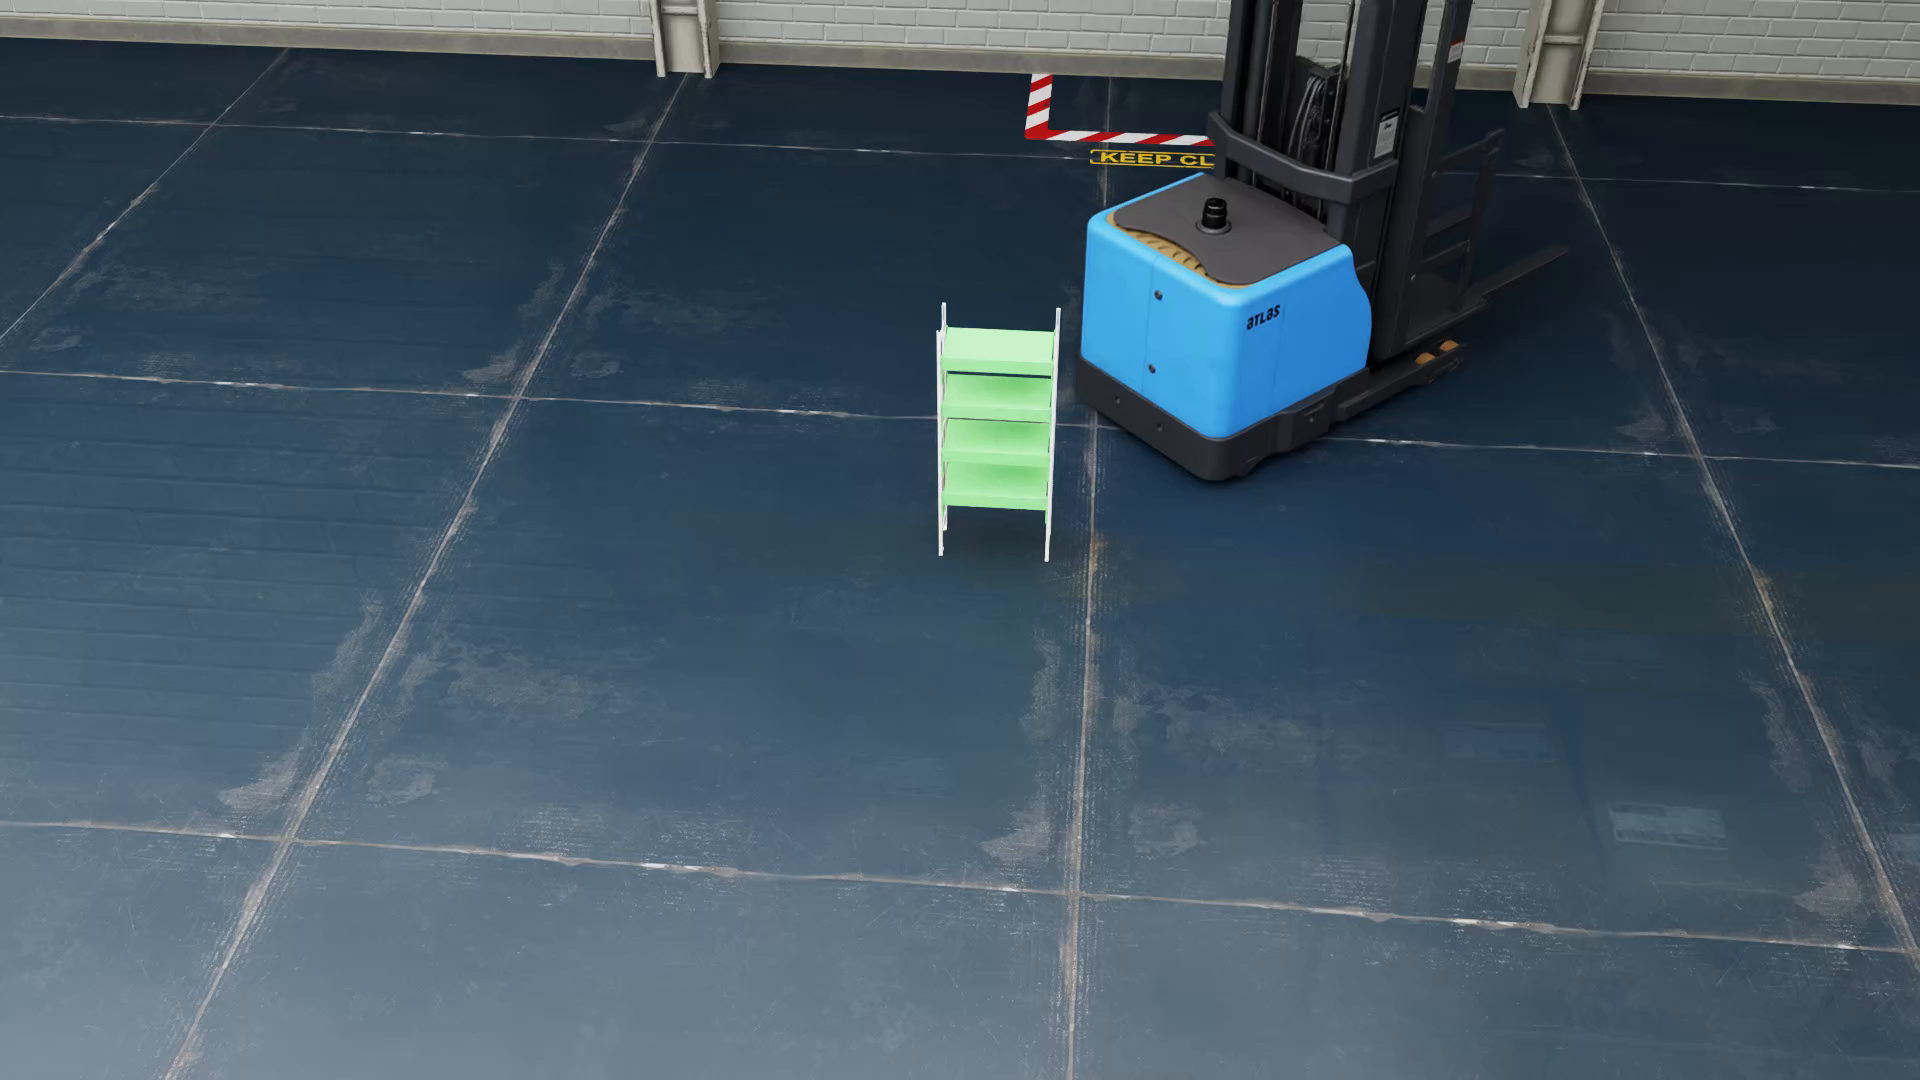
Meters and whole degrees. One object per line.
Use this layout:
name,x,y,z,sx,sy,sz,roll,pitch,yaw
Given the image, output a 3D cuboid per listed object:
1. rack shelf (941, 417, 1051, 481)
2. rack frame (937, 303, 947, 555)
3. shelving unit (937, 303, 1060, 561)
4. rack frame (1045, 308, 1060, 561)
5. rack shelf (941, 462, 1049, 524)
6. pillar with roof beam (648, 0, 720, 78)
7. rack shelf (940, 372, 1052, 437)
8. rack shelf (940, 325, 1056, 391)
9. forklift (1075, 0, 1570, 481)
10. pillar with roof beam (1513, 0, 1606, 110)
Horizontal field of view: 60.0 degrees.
rack shelf,0.165,-0.407,7.400,0.480,0.148,0.258,3,39,4
rack frame,-0.078,-0.470,7.376,0.015,1.200,0.240,3,39,4
shelving unit,0.165,-0.456,7.360,0.503,1.200,0.258,3,39,4
rack frame,0.408,-0.443,7.344,0.015,1.200,0.240,3,39,4
rack shelf,0.165,-0.221,7.552,0.480,0.148,0.258,3,39,4
pillar with roof beam,-2.307,-4.156,5.728,0.400,9.000,9.100,3,39,4
rack shelf,0.165,-0.593,7.249,0.480,0.148,0.258,3,39,4
rack shelf,0.165,-0.779,7.097,0.480,0.148,0.258,3,39,4
forklift,2.066,-2.190,8.119,3.031,2.935,1.130,-27,46,-29
pillar with roof beam,3.671,-3.830,5.326,0.400,9.000,9.100,3,39,4
